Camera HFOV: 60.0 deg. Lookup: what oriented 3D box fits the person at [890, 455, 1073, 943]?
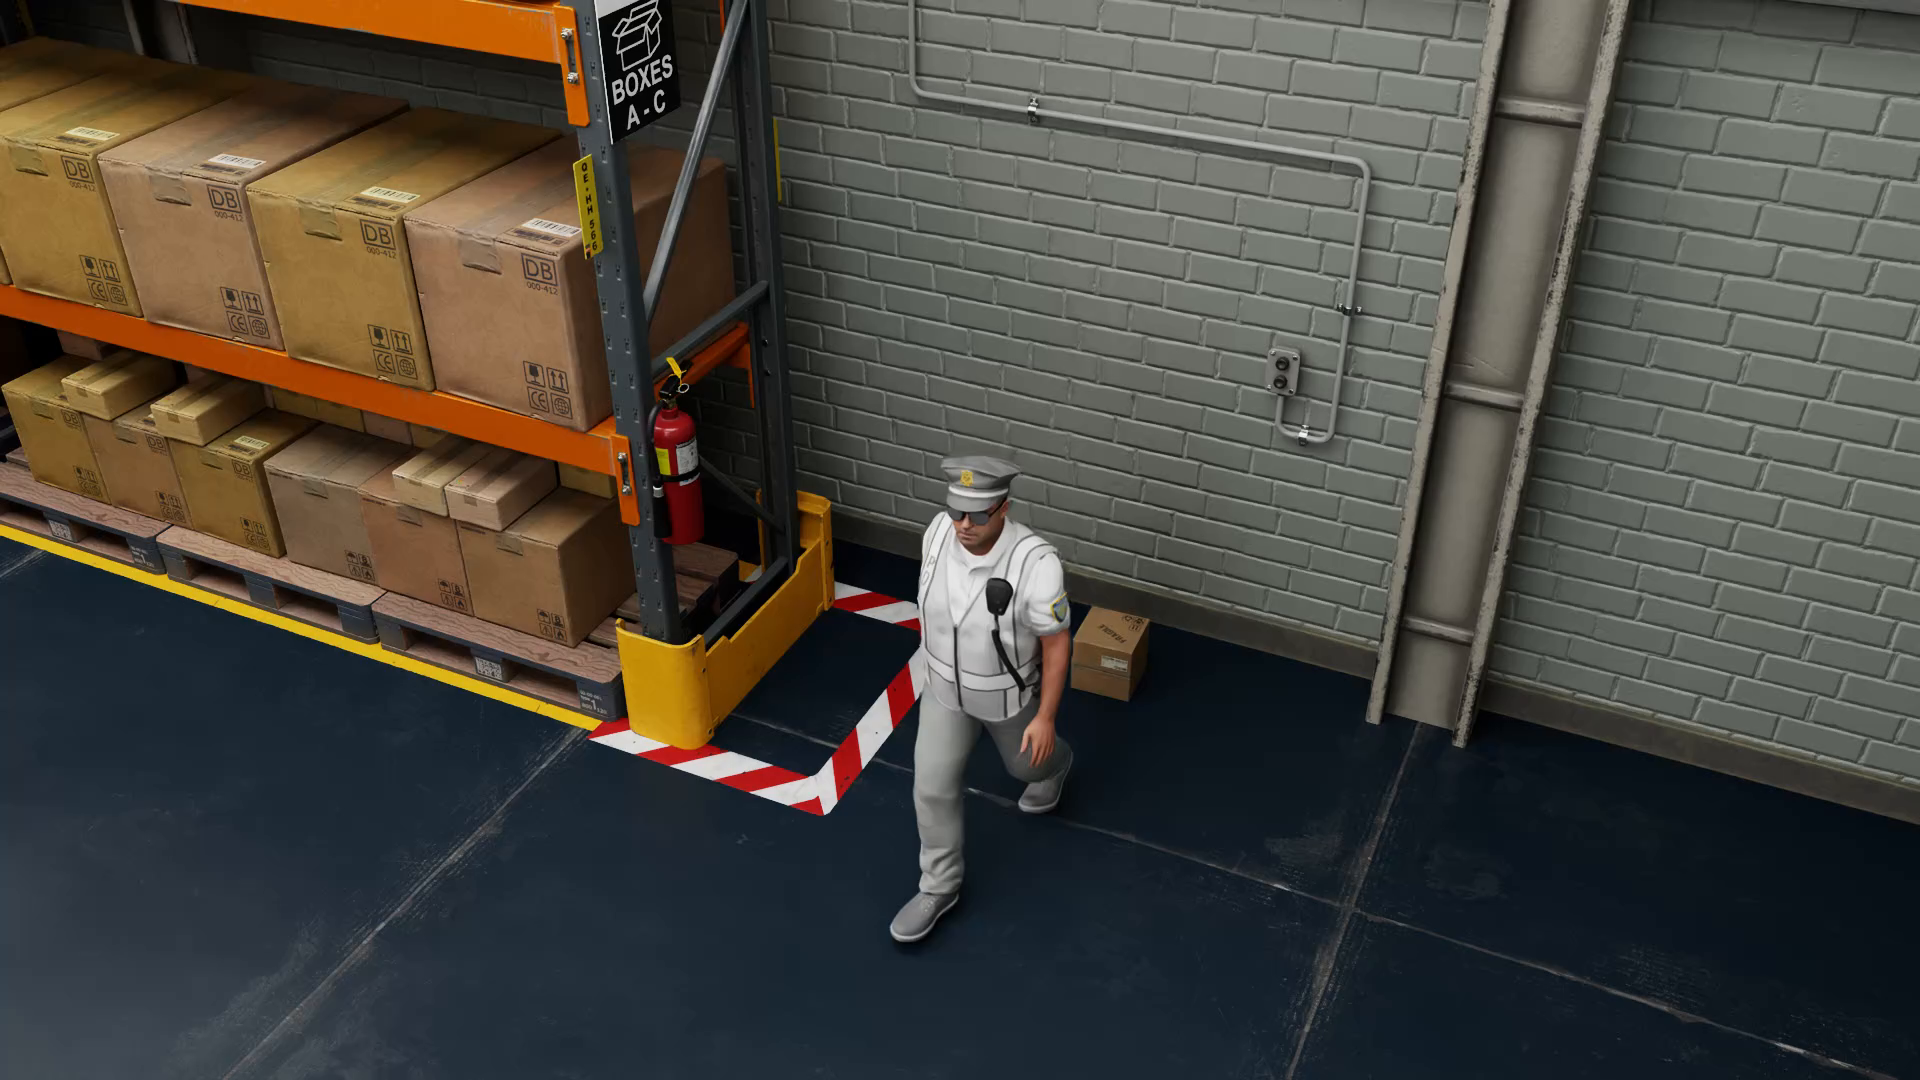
[{"bbox_3d":[0.119,0.436,5.464,0.557,1.722,1.034,15,36,22],"label":"person"}]
